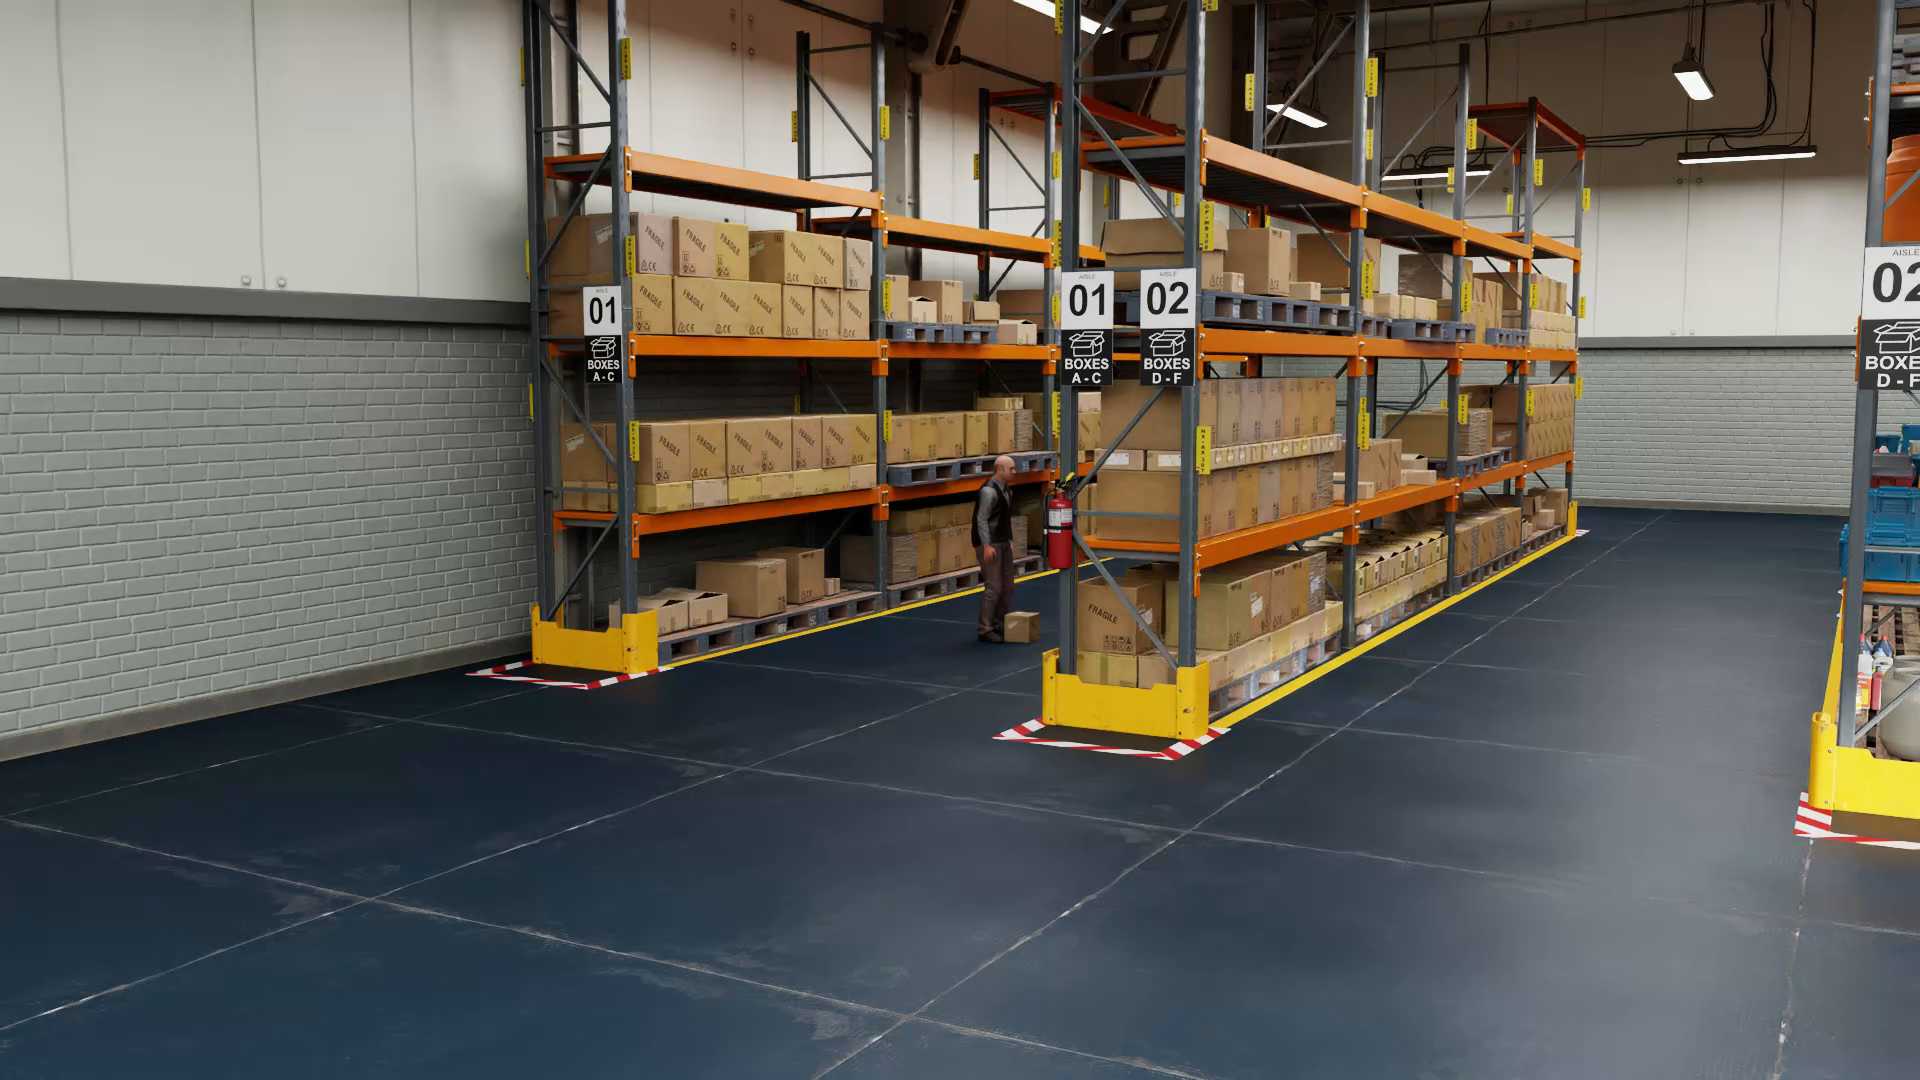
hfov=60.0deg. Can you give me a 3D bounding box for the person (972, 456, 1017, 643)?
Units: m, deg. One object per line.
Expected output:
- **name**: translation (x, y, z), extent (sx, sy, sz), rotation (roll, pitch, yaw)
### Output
- **person**: translation (0.332, 0.069, 15.575), extent (0.423, 1.720, 0.591), rotation (3, 6, 25)
